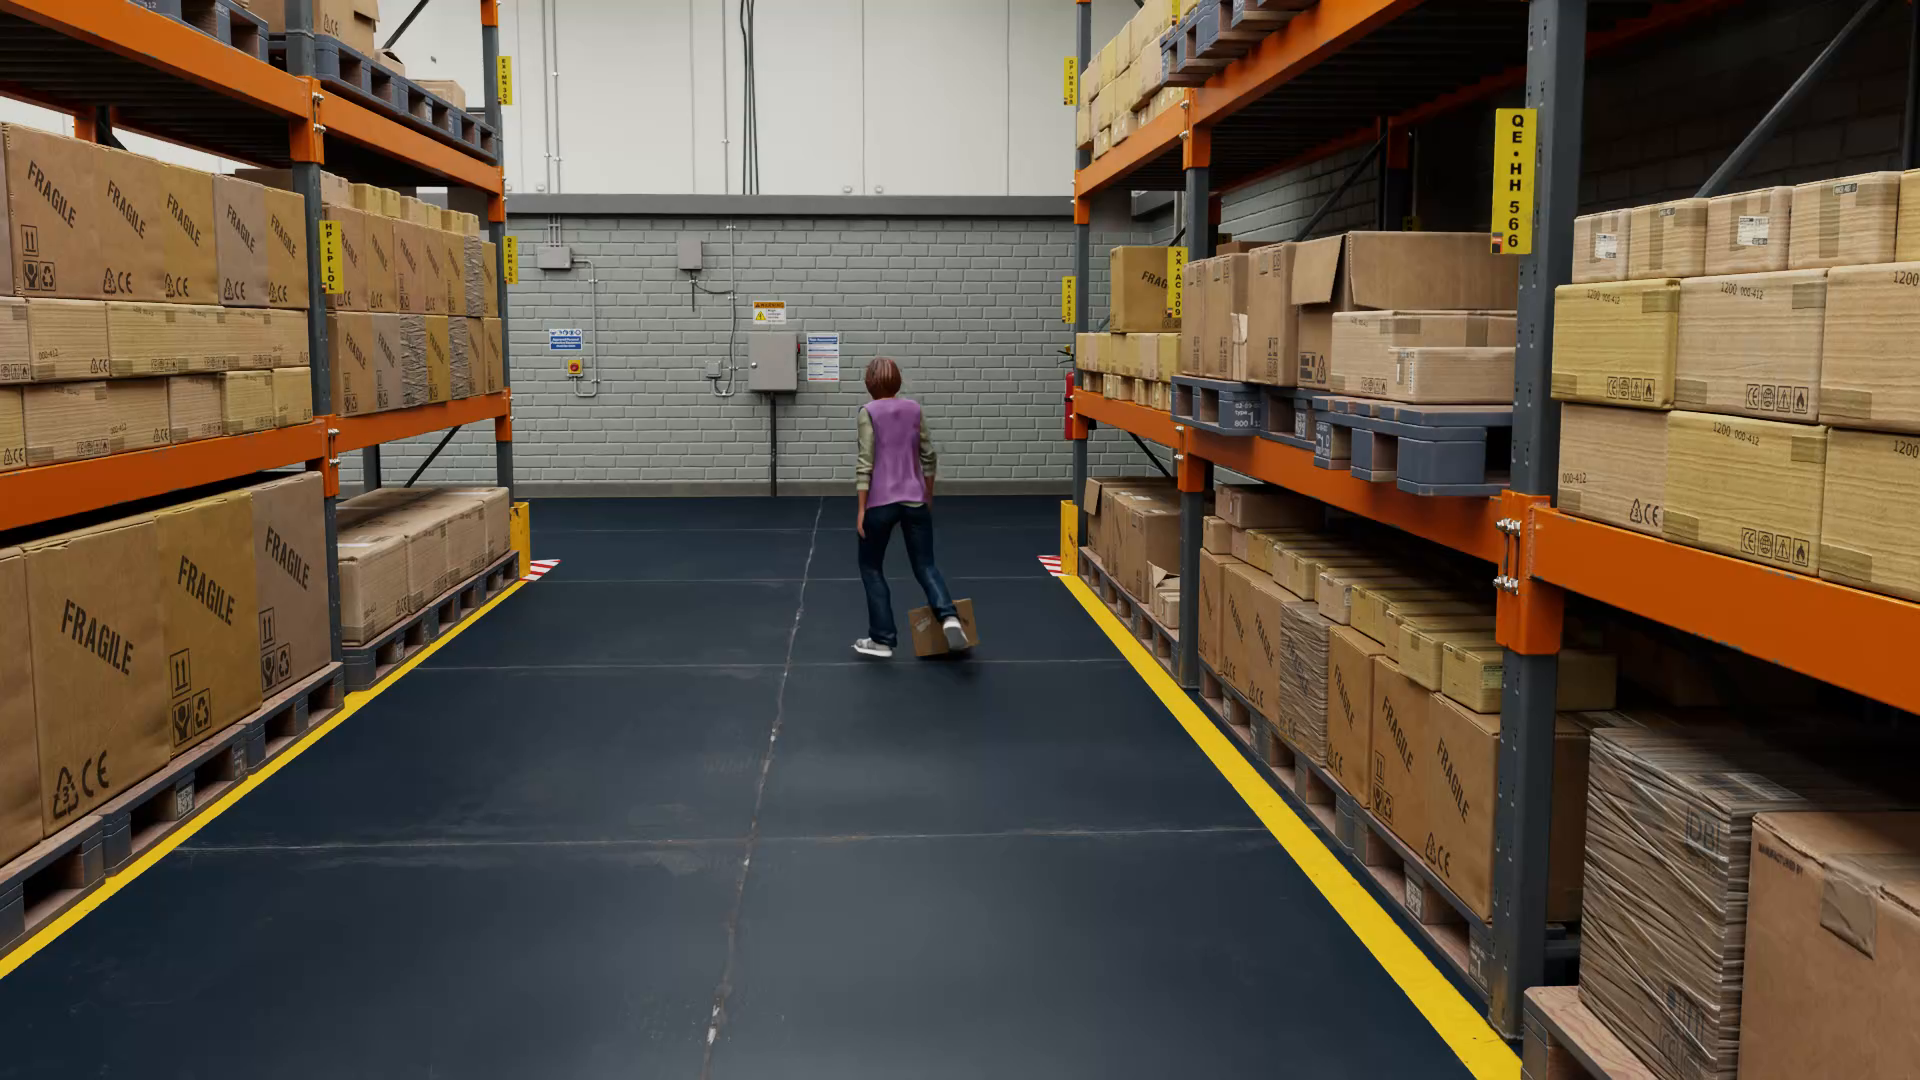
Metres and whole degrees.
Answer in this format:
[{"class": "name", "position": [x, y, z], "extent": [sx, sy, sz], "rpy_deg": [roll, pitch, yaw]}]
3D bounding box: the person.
[{"class": "person", "position": [-0.271, -0.154, 8.499], "extent": [0.481, 1.555, 0.679], "rpy_deg": [-4, 8, -26]}]
